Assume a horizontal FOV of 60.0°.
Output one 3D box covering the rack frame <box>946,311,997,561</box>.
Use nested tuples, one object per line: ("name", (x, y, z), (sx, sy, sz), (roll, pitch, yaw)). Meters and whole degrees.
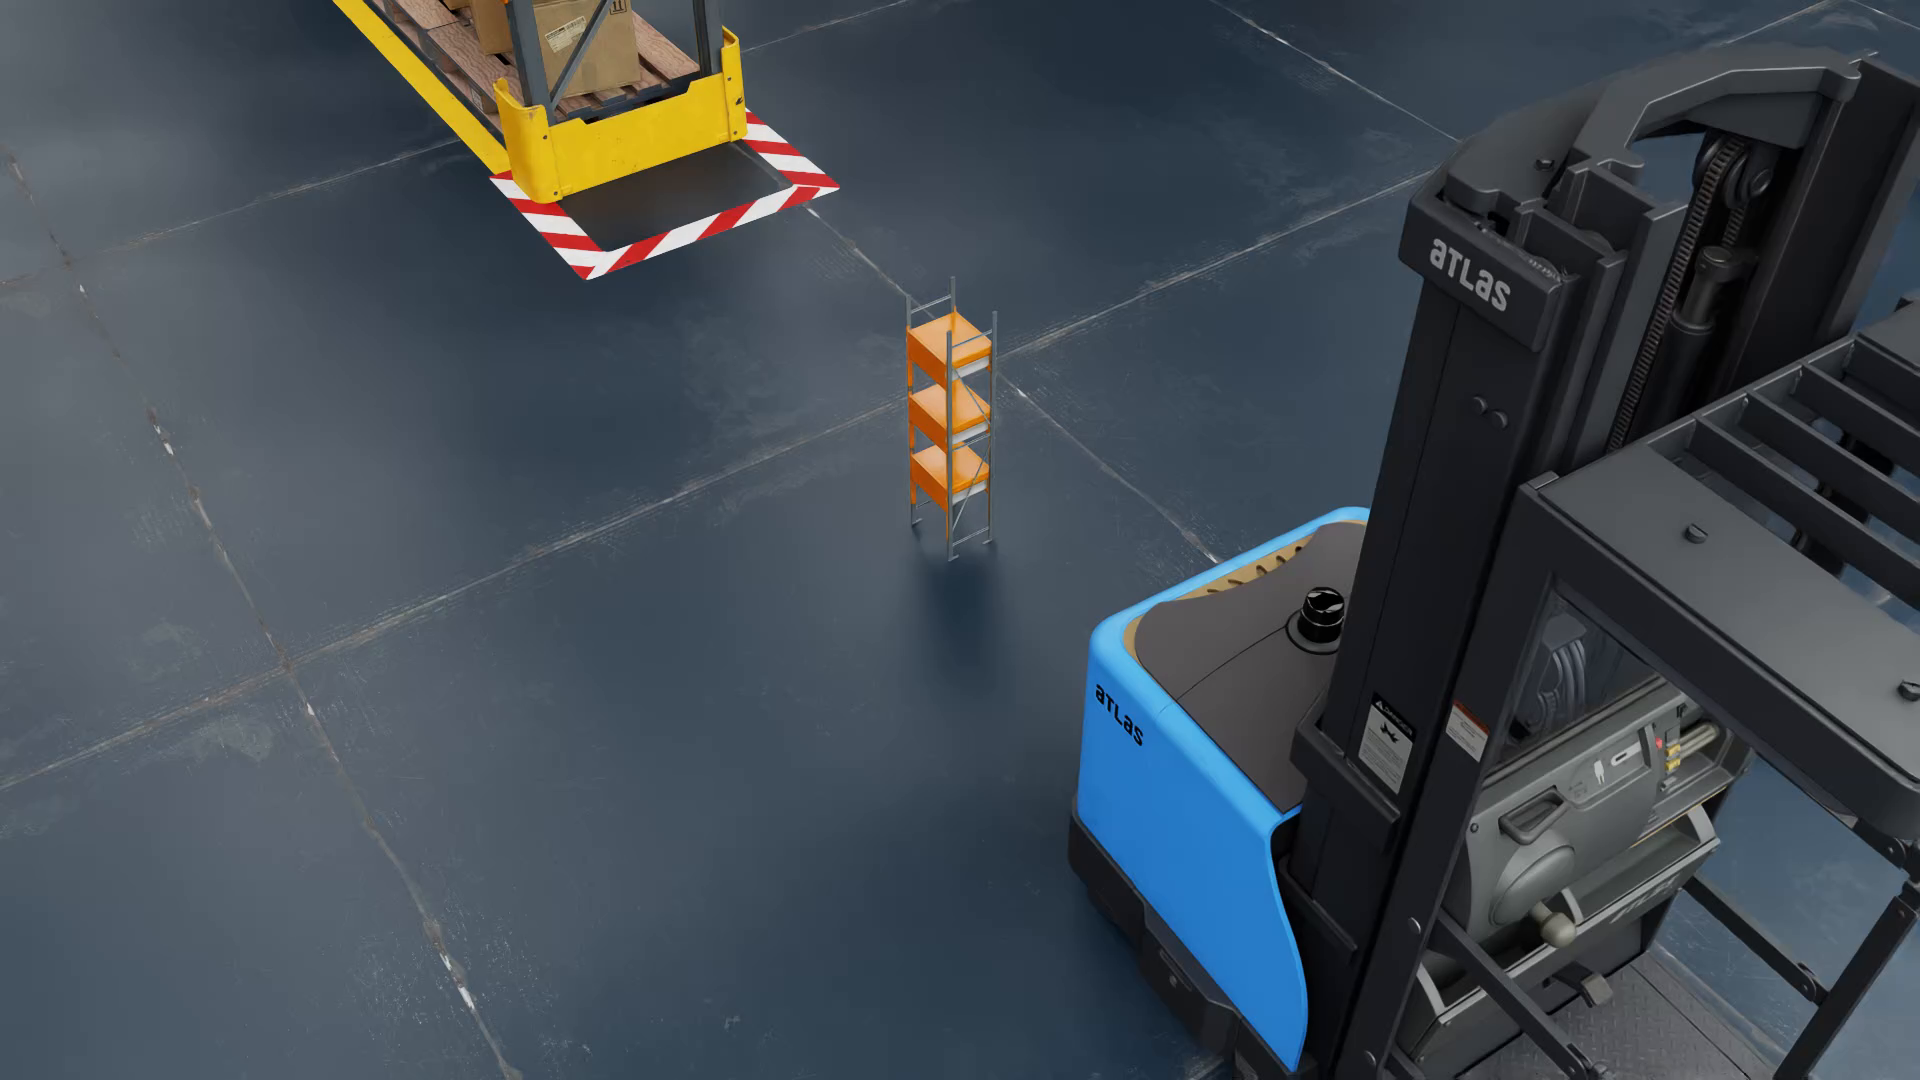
("rack frame", (0.039, -0.341, 5.847), (0.200, 1.050, 0.008), (-26, 49, -24))

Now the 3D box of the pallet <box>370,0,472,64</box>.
("pallet", (-2.755, -3.154, 9.401), (1.003, 0.211, 1.213), (-26, 49, -24))

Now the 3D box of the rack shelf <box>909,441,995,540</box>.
("rack shelf", (-0.031, -0.201, 6.118), (0.215, 0.259, 0.240), (-26, 49, -24))

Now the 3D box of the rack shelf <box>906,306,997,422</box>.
("rack shelf", (-0.031, -0.608, 5.731), (0.215, 0.259, 0.240), (-26, 49, -24))

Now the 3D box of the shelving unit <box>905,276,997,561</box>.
("shelving unit", (-0.031, -0.410, 5.919), (0.215, 1.050, 0.252), (-26, 49, -24))

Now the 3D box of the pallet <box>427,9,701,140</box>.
("pallet", (-2.061, -2.464, 8.678), (1.003, 0.211, 1.213), (-26, 49, -24))

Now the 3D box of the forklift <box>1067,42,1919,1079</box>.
("forklift", (1.540, 0.634, 3.463), (1.130, 2.935, 3.031), (-23, 48, -23))

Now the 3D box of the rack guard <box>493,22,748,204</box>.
("rack guard", (-1.625, -2.094, 8.081), (1.175, 0.500, 0.348), (-26, 49, -24))

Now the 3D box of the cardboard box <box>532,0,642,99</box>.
("cardboard box", (-1.925, -2.563, 8.269), (0.500, 0.500, 0.500), (-17, 46, -17))

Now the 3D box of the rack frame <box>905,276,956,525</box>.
("rack frame", (-0.100, -0.479, 5.992), (0.200, 1.050, 0.008), (-26, 49, -24))

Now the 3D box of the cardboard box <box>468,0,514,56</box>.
("cardboard box", (-2.295, -2.888, 8.609), (0.500, 0.500, 0.500), (-14, 45, -14))

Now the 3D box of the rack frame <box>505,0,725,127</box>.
("rack frame", (-1.582, -2.955, 7.173), (1.000, 3.000, 0.127), (-26, 49, -24))

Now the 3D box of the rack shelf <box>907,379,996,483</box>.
("rack shelf", (-0.031, -0.402, 5.927), (0.215, 0.259, 0.240), (-26, 49, -24))

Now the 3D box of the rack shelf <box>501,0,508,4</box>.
("rack shelf", (-2.726, -3.828, 8.608), (1.077, 0.370, 4.000), (-26, 49, -24))

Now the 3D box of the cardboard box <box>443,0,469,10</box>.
("cardboard box", (-2.638, -3.250, 8.988), (0.500, 0.500, 0.500), (-21, 48, -21))
